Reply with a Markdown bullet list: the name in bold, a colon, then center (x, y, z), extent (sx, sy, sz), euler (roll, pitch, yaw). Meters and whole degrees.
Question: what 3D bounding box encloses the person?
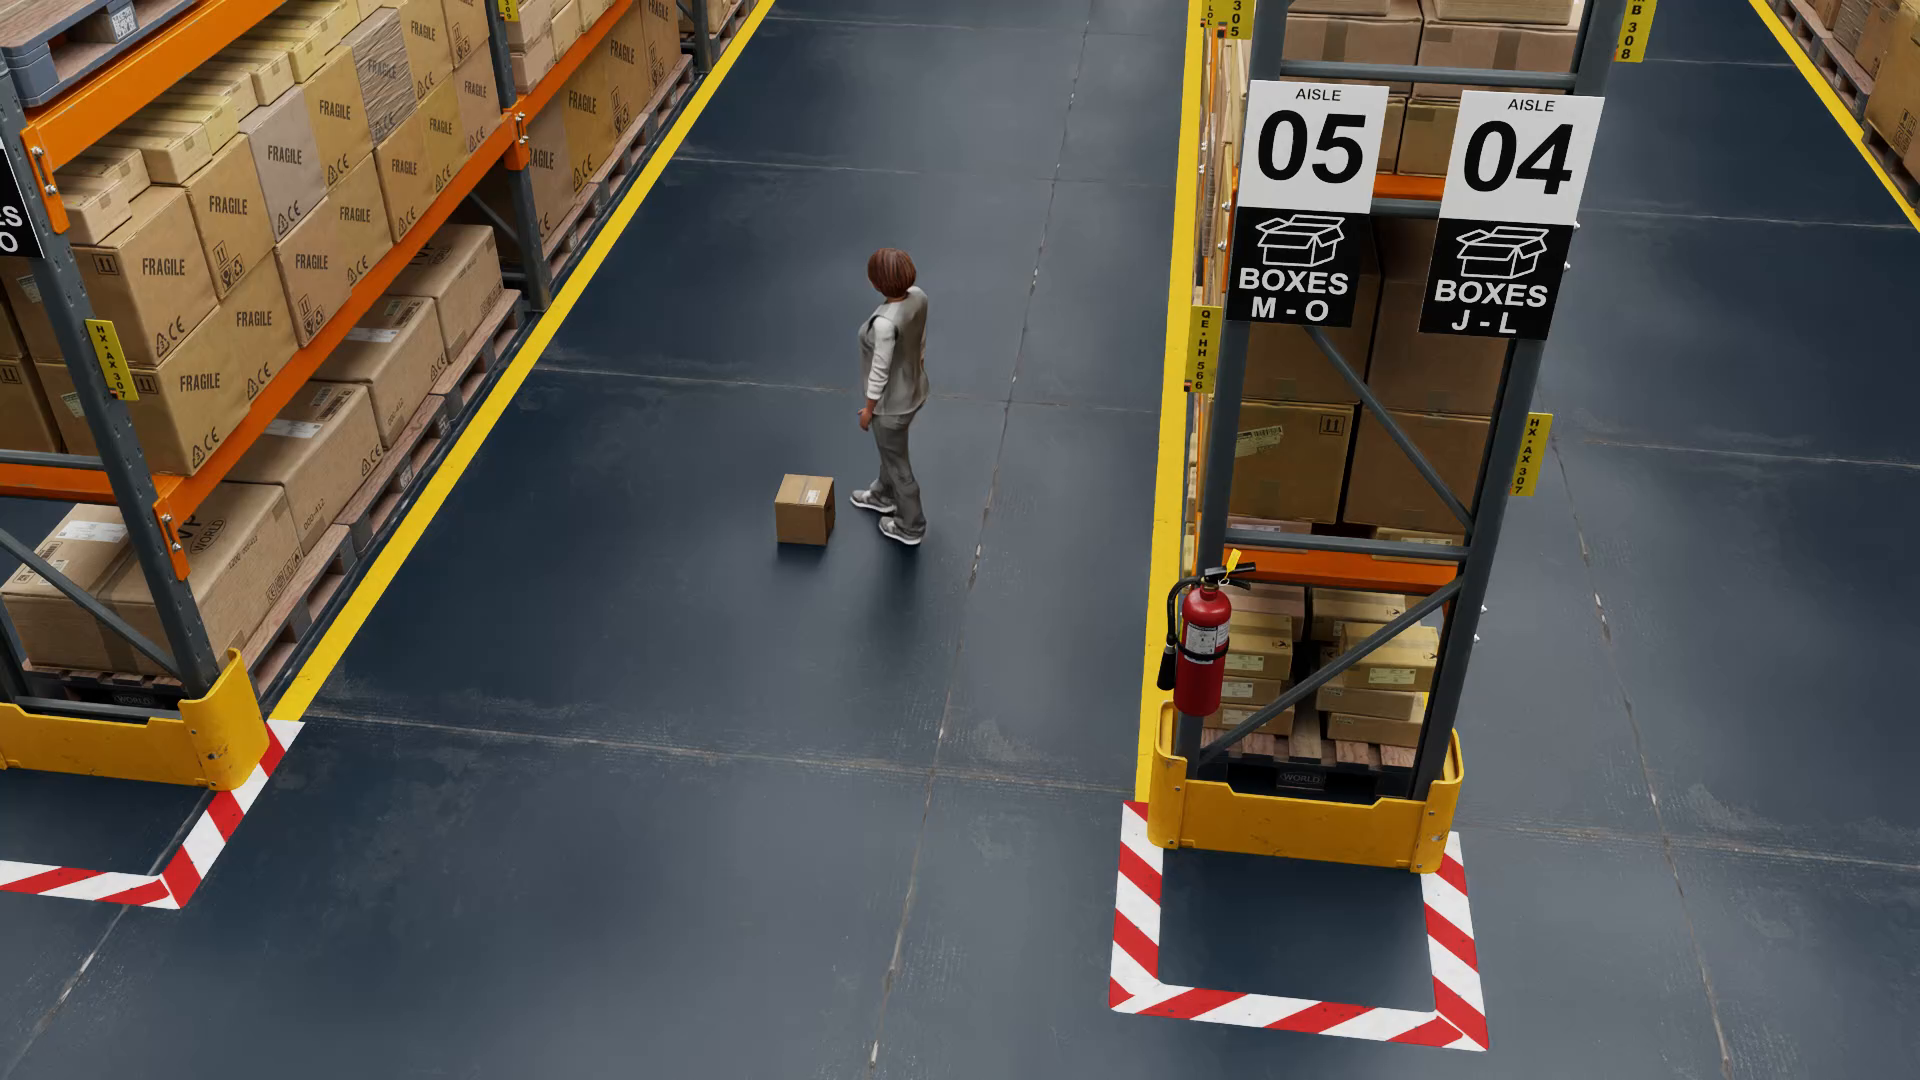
- **person**: center (-0.397, -0.696, 7.963), extent (0.524, 1.599, 0.433), euler (15, 39, 19)
